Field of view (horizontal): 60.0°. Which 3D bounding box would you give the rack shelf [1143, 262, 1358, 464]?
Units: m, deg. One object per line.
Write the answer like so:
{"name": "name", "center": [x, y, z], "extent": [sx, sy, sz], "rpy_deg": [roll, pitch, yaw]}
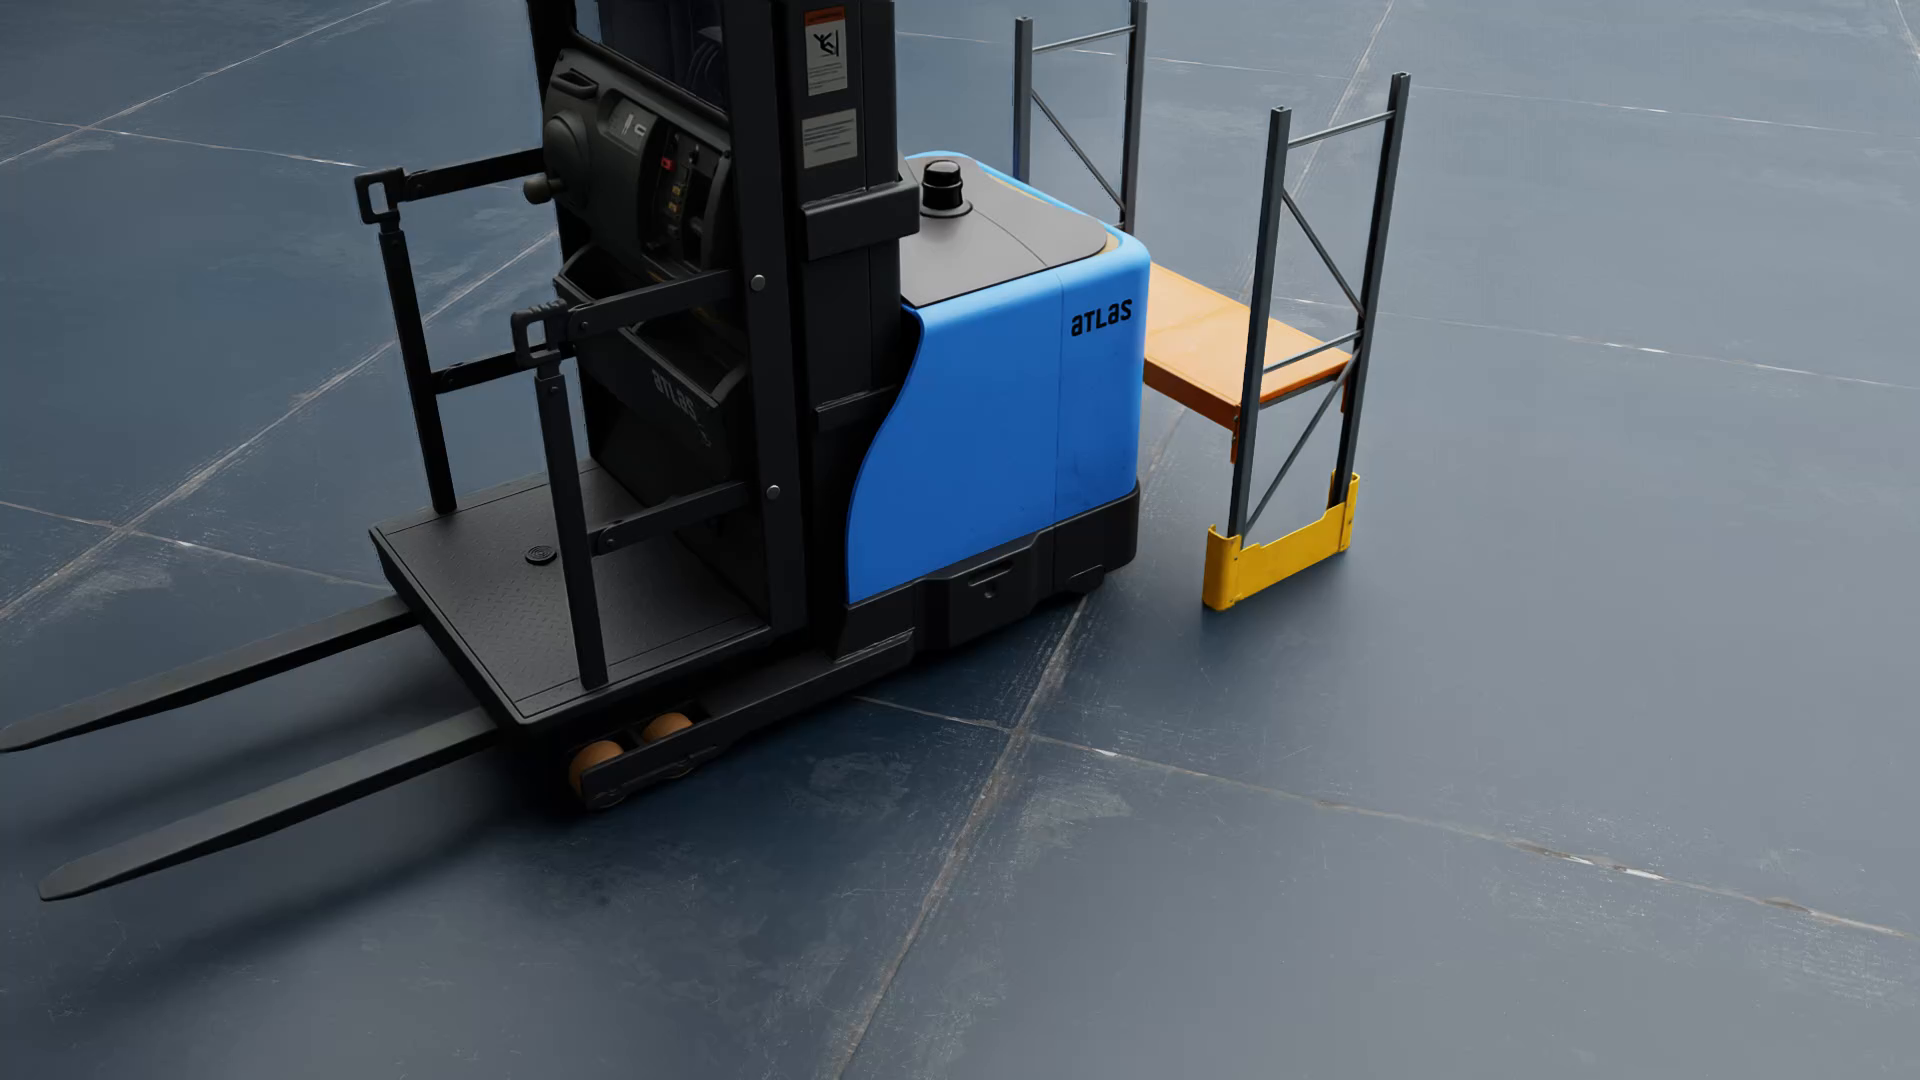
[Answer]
{"name": "rack shelf", "center": [0.676, -0.592, 5.116], "extent": [0.538, 0.185, 1.000], "rpy_deg": [-22, 39, -31]}

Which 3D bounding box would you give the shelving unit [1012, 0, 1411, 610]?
{"name": "shelving unit", "center": [0.671, -0.747, 5.024], "extent": [0.587, 1.500, 1.083], "rpy_deg": [-22, 39, -31]}

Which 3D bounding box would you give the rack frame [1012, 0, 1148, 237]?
{"name": "rack frame", "center": [0.368, -0.962, 5.358], "extent": [0.500, 1.500, 0.032], "rpy_deg": [-22, 39, -31]}

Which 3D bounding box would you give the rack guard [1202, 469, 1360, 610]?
{"name": "rack guard", "center": [0.973, -0.007, 5.031], "extent": [0.587, 0.250, 0.087], "rpy_deg": [-22, 39, -31]}

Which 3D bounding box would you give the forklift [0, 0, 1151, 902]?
{"name": "forklift", "center": [-0.959, -0.882, 3.913], "extent": [3.031, 2.935, 1.130], "rpy_deg": [-21, 38, -29]}

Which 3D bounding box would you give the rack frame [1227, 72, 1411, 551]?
{"name": "rack frame", "center": [0.985, -0.524, 4.679], "extent": [0.500, 1.500, 0.032], "rpy_deg": [-22, 39, -31]}
